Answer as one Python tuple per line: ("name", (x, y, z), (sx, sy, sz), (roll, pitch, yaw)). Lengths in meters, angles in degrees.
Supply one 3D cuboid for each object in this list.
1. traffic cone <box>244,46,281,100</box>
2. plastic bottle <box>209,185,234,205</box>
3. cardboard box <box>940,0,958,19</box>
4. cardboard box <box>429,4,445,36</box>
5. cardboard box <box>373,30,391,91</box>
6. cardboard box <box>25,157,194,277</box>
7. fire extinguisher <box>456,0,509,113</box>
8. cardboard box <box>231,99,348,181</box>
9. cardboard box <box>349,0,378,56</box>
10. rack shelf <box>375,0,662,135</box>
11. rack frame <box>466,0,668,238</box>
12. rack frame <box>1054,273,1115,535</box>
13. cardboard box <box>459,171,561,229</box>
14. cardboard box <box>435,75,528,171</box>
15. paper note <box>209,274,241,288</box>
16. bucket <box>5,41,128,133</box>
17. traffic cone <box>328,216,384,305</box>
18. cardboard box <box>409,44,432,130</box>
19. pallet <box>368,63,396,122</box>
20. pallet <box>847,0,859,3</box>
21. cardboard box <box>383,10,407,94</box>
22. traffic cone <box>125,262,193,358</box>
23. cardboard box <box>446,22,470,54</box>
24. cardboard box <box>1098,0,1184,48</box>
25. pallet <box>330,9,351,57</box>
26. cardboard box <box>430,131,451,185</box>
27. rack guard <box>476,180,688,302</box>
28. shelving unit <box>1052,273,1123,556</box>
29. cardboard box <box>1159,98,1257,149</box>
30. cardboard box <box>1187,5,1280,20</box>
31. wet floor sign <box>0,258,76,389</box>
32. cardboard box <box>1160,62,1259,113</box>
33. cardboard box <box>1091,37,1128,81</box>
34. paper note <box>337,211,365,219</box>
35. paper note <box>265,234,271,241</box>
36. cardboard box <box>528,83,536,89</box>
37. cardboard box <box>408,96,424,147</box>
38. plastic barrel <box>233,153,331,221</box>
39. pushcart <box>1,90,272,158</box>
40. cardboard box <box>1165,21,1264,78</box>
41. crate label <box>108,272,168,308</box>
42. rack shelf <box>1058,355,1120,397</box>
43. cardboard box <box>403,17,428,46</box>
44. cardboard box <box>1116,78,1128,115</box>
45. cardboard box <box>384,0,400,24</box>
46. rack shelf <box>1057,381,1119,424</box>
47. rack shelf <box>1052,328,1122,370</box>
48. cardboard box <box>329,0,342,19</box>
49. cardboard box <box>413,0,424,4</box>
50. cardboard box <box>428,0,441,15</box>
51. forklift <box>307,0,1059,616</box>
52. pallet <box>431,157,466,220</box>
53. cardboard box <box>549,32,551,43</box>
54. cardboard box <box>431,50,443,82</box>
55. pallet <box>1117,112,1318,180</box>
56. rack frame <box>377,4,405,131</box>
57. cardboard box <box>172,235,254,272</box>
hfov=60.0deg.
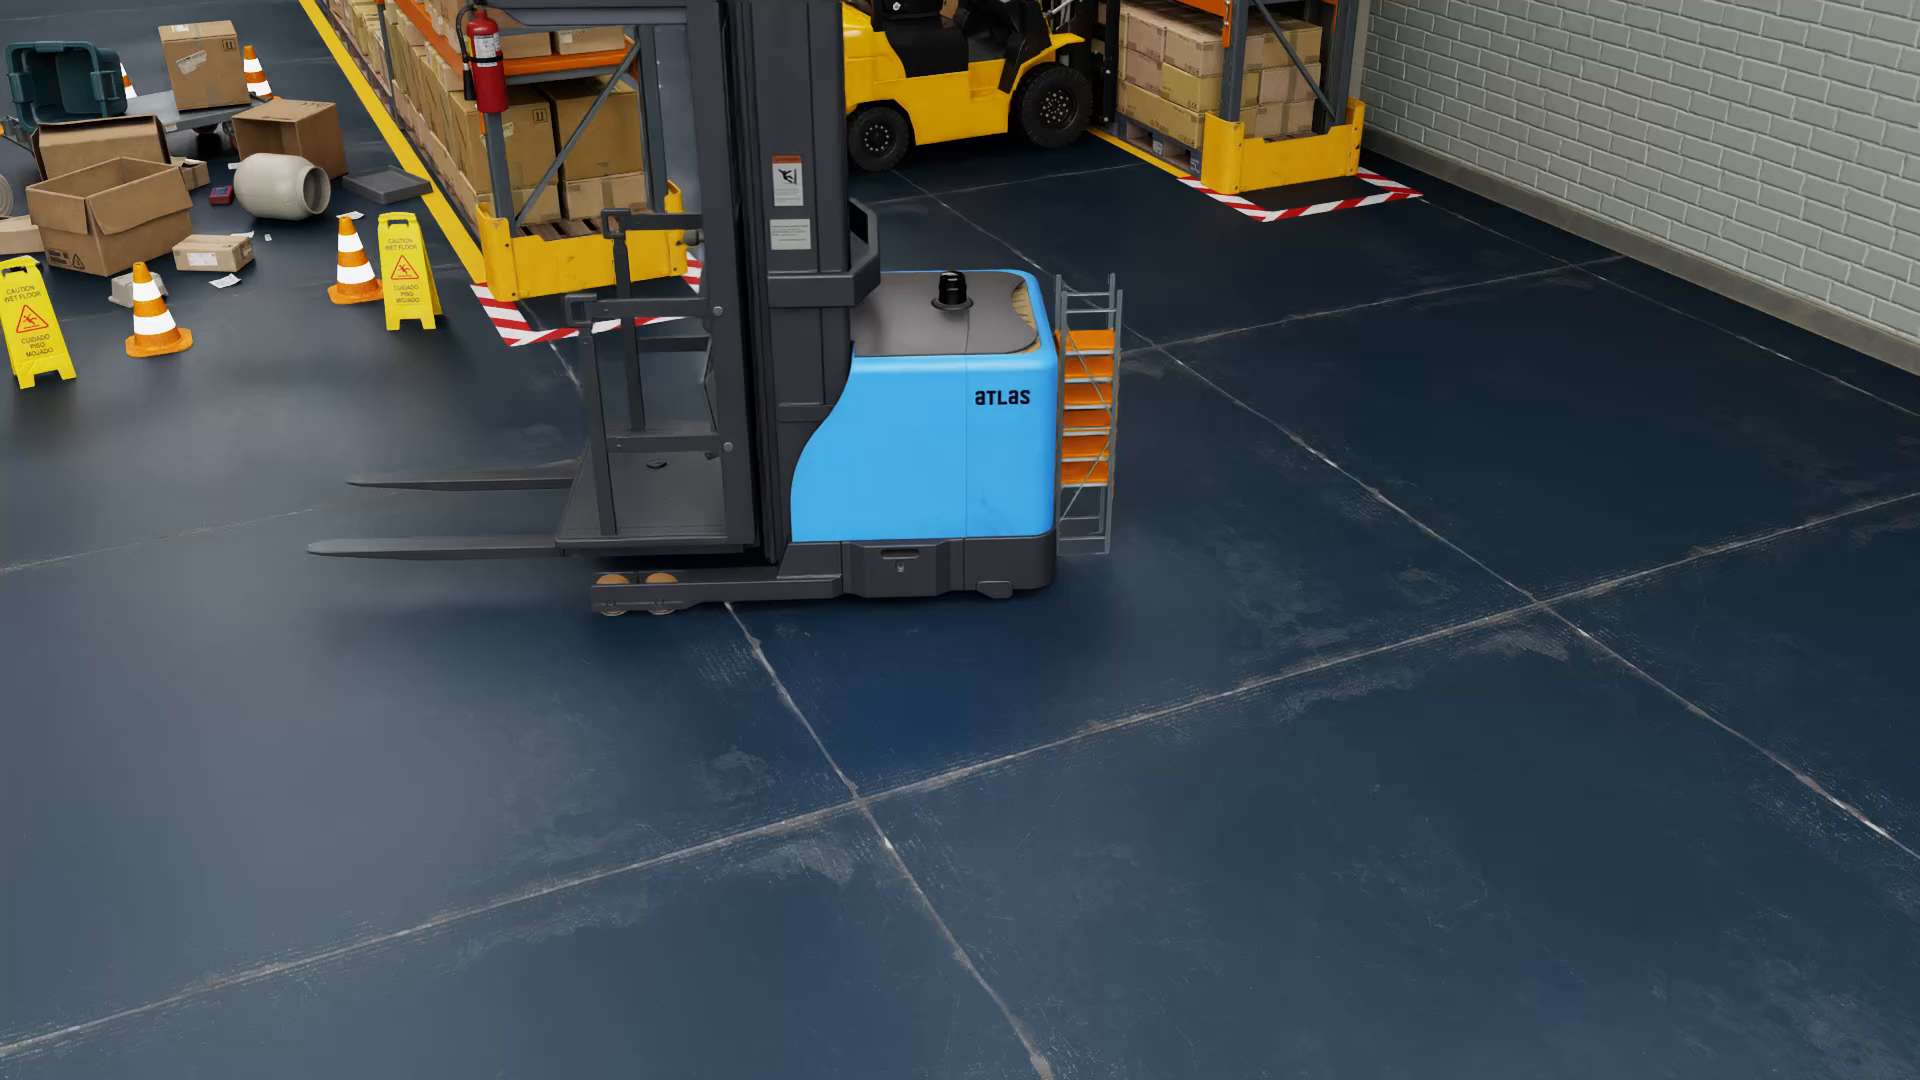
("traffic cone", (-5.728, -3.770, 13.501), (0.336, 0.463, 0.334), (-13, 32, -22))
("plastic bottle", (-5.071, -2.378, 11.427), (0.133, 0.061, 0.283), (-8, 30, -13))
("cardboard box", (0.316, -5.042, 15.174), (0.875, 0.625, 0.625), (-12, 31, -20))
("cardboard box", (-3.005, -3.181, 10.112), (0.380, 0.149, 0.250), (-13, 32, -21))
("cardboard box", (-4.158, -3.891, 13.380), (0.950, 0.372, 0.625), (-13, 32, -21))
("cardboard box", (-5.254, -2.012, 10.323), (0.637, 0.503, 0.797), (13, 32, 21))
("fire extinguisher", (-2.581, -2.675, 9.033), (0.296, 0.674, 0.183), (-13, 32, -22))
("cardboard box", (-4.700, -2.775, 11.685), (0.500, 0.500, 0.500), (7, 30, 13))
("cardboard box", (-4.770, -4.515, 14.492), (0.950, 0.372, 0.625), (-12, 31, -20))
("rack shelf", (-3.072, -3.426, 11.028), (1.077, 0.370, 4.000), (-13, 32, -22))
("rack frame", (-2.214, -2.856, 9.277), (1.000, 3.000, 0.127), (-13, 32, -22))
("rack frame", (0.508, -0.548, 7.001), (0.240, 1.200, 0.006), (-2, 29, -4))
("cardboard box", (-2.814, -2.151, 10.401), (0.500, 0.250, 0.500), (-13, 32, -22))
("cardboard box", (-3.020, -2.696, 10.606), (0.500, 0.500, 0.500), (-12, 31, -20))
("paper note", (-4.417, -1.561, 10.002), (0.142, 0.019, 0.148), (26, 38, 38))
("bucket", (-6.218, -3.198, 11.679), (0.726, 0.611, 0.620), (-3, 19, -5))
("traffic cone", (-3.564, -1.669, 9.753), (0.336, 0.463, 0.334), (-13, 32, -22))
("cardboard box", (-3.460, -3.153, 11.422), (0.500, 0.500, 0.500), (-11, 31, -19))
("pallet", (-4.267, -3.750, 13.722), (1.003, 0.211, 1.213), (-13, 32, -22))
("pallet", (-0.849, -5.846, 17.459), (1.003, 0.211, 1.213), (-13, 32, -22))
("cardboard box", (-3.922, -3.617, 12.248), (0.500, 0.500, 0.500), (-12, 31, -20))
("traffic cone", (-4.420, -1.285, 9.069), (0.336, 0.463, 0.334), (-13, 32, -22))
("cardboard box", (-2.777, -2.955, 9.711), (0.380, 0.149, 0.250), (-13, 32, -23))
("cardboard box", (1.338, -3.903, 12.503), (0.500, 0.250, 0.500), (-13, 32, -21))
("pallet", (-5.314, -4.828, 15.645), (1.003, 0.211, 1.213), (-13, 32, -22))
("cardboard box", (-3.249, -2.601, 11.204), (0.500, 0.250, 0.500), (-14, 32, -24))
("rack guard", (-2.246, -1.799, 9.948), (1.175, 0.500, 0.348), (-13, 32, -22))
("shelving unit", (0.515, -0.504, 6.921), (0.258, 1.200, 0.189), (-2, 29, -4))
("cardboard box", (1.781, -3.025, 11.960), (0.500, 0.250, 0.500), (-13, 32, -22))
("cardboard box", (2.014, -3.792, 12.305), (0.500, 0.250, 0.500), (-13, 32, -22))
("wet floor sign", (-4.840, -1.148, 8.638), (0.267, 0.644, 0.232), (-19, 35, -30))
("cardboard box", (1.776, -3.251, 11.852), (0.500, 0.250, 0.500), (-14, 32, -23))
("cardboard box", (1.330, -3.699, 12.650), (0.500, 0.250, 0.500), (-14, 32, -23))
("paper note", (-4.059, -2.167, 11.083), (0.148, 0.019, 0.142), (26, 38, 38))
("paper note", (-4.461, -1.950, 10.718), (0.032, 0.001, 0.123), (-13, 32, -22))
("cardboard box", (-2.549, -2.822, 10.831), (0.500, 0.500, 0.500), (-14, 32, -24))
("cardboard box", (-3.682, -3.056, 12.015), (0.500, 0.250, 0.500), (-11, 31, -19))
("plastic barrel", (-4.468, -2.327, 10.967), (0.512, 0.421, 0.421), (7, 30, 13))
("pushcart", (-5.969, -2.979, 12.176), (0.936, 0.377, 1.648), (26, 38, 38))
("cardboard box", (1.788, -3.458, 11.709), (0.500, 0.250, 0.500), (-12, 31, -20))
("crate label", (-4.814, -1.478, 9.745), (0.298, 0.136, 0.250), (19, 34, 30))
("rack shelf", (0.515, -0.674, 6.826), (0.258, 0.103, 0.180), (-2, 29, -4))
("cardboard box", (-3.582, -3.487, 11.353), (0.380, 0.149, 0.250), (-11, 31, -19))
("cardboard box", (1.369, -3.470, 12.753), (0.500, 0.250, 0.500), (-13, 32, -21))
("cardboard box", (-3.922, -3.832, 11.969), (0.380, 0.149, 0.250), (-13, 32, -21))
("rack shelf", (0.515, -0.569, 6.884), (0.258, 0.103, 0.180), (-2, 29, -4))
("rack shelf", (0.515, -0.779, 6.767), (0.258, 0.103, 0.180), (-2, 29, -4))
("cardboard box", (-5.415, -5.175, 15.670), (0.950, 0.372, 0.625), (-15, 33, -25))
("cardboard box", (-3.411, -3.635, 10.922), (0.380, 0.149, 0.250), (-13, 32, -22))
("cardboard box", (-2.906, -3.434, 9.900), (0.500, 0.500, 0.500), (-13, 32, -22))
("forklift", (-1.144, -1.238, 6.461), (3.031, 2.935, 1.130), (-1, 29, -3))
("pallet", (-3.083, -2.578, 11.631), (1.003, 0.211, 1.213), (-13, 32, -22))
("cardboard box", (-2.294, -3.049, 9.877), (0.380, 0.149, 0.250), (-13, 32, -21))
("cardboard box", (-3.117, -3.009, 10.501), (0.380, 0.149, 0.250), (-13, 32, -21))
("pallet", (1.901, -3.013, 12.407), (1.003, 0.211, 1.213), (-13, 32, -22))
("rack frame", (-3.931, -4.623, 12.428), (1.000, 3.000, 0.127), (-13, 32, -22))
("cardboard box", (-4.601, -1.767, 10.249), (0.380, 0.149, 0.250), (2, 29, 4))
